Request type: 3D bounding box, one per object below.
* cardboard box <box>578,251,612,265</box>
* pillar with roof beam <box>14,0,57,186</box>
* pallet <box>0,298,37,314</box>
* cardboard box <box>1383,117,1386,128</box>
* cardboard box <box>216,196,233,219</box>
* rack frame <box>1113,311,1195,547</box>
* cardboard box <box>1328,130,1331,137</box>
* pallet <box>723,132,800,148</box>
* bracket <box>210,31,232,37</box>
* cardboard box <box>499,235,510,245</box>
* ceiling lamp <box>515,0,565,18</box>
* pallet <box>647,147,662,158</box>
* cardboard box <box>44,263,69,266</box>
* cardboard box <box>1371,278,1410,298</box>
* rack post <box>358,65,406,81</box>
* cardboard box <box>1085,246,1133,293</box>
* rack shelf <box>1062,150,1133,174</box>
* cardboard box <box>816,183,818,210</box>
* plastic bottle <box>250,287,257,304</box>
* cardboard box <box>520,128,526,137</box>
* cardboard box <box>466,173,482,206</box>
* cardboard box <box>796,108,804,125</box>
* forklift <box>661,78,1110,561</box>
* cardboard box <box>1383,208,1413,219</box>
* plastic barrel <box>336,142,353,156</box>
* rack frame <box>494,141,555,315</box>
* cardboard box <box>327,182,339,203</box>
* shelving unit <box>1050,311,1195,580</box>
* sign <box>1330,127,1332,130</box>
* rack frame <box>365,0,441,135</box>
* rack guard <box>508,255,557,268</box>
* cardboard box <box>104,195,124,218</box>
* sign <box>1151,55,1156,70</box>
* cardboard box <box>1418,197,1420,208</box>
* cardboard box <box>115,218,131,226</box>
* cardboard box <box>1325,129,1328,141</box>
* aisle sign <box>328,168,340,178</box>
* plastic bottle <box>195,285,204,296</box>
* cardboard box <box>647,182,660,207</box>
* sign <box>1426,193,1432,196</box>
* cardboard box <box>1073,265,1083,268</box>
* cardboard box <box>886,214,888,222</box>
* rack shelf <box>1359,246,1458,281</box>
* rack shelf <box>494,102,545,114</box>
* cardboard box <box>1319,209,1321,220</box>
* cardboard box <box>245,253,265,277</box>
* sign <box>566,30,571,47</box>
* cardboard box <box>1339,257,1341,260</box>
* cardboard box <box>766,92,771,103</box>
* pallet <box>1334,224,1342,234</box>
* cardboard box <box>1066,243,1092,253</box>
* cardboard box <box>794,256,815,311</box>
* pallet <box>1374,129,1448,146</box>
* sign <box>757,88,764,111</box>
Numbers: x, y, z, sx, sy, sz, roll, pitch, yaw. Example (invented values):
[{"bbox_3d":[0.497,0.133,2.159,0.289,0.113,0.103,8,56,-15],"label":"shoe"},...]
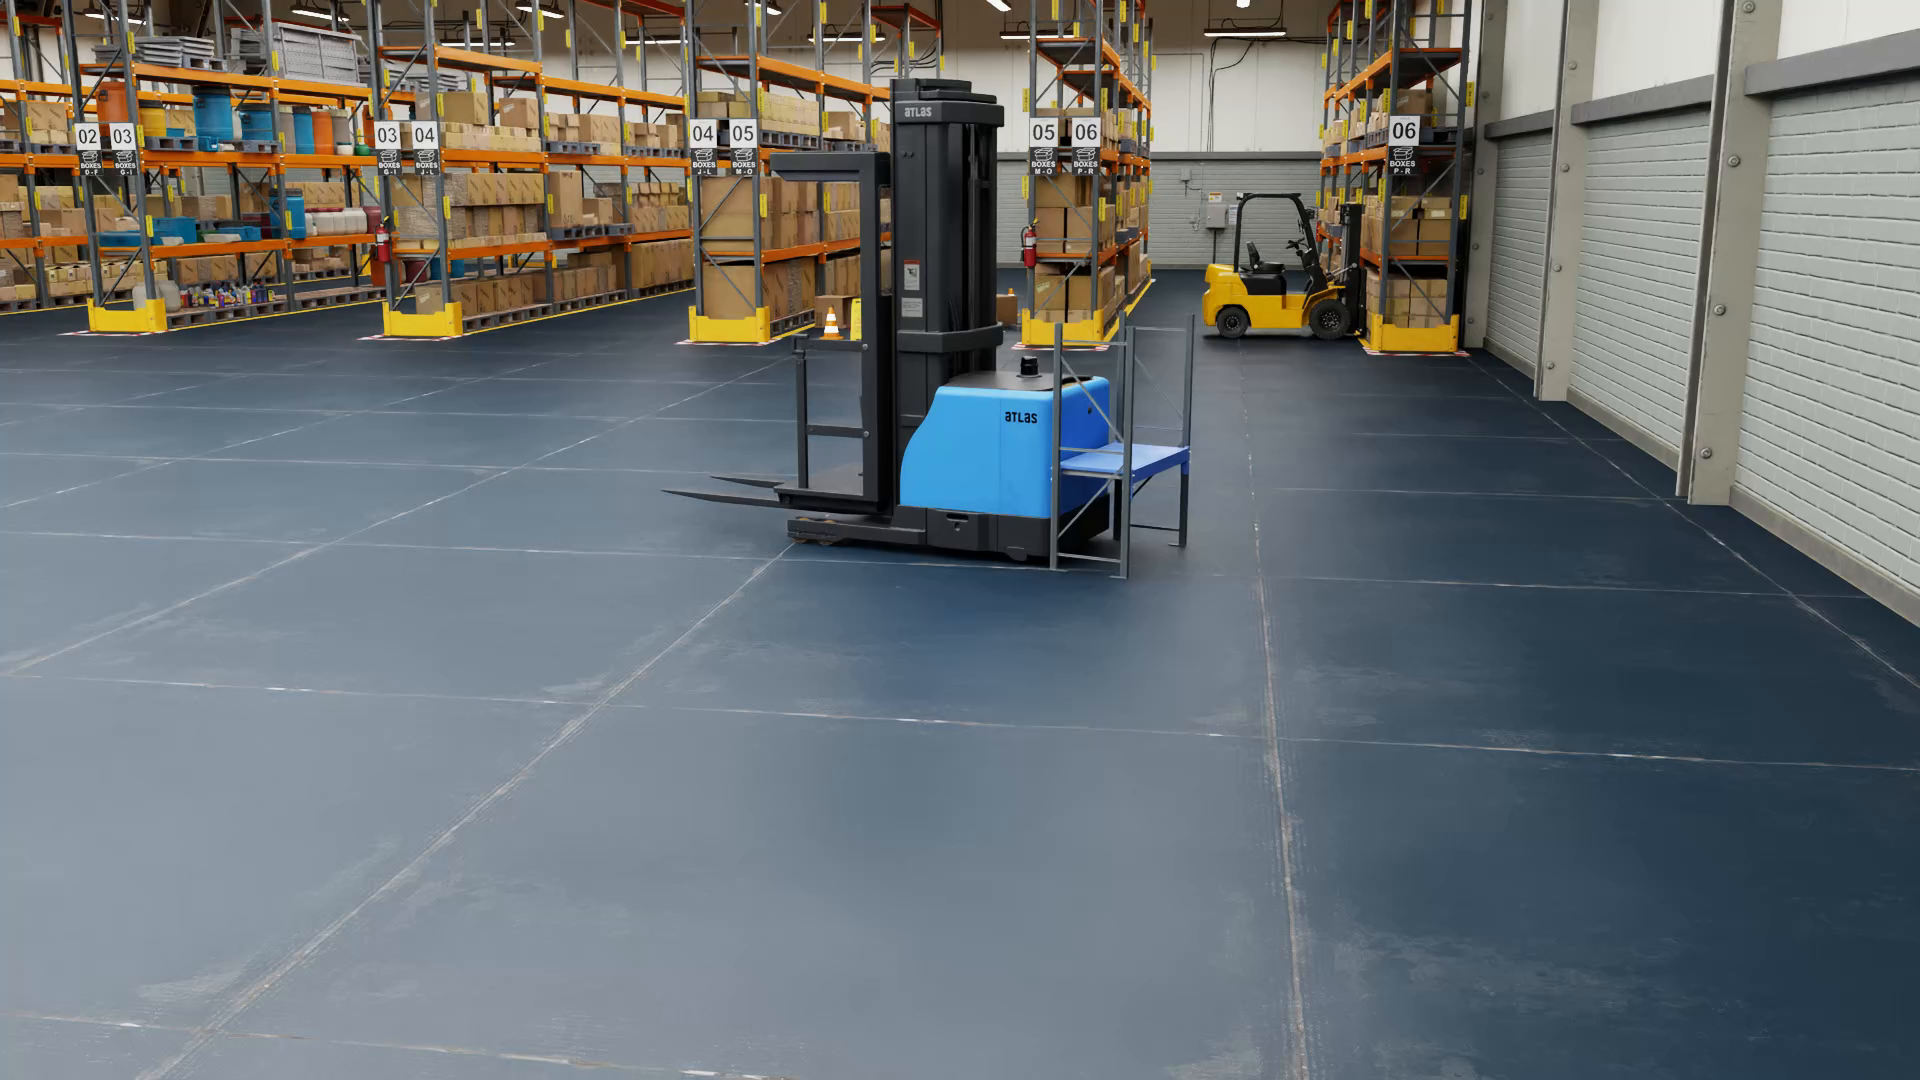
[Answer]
[{"bbox_3d":[-7.153,-5.513,32.563,0.500,0.250,0.500,2,12,11],"label":"cardboard box"},{"bbox_3d":[-17.641,-10.575,38.702,9.100,9.000,0.548,2,12,9],"label":"pillar with roof beam"},{"bbox_3d":[-17.646,-4.255,30.238,1.003,0.211,1.213,2,12,9],"label":"pallet"},{"bbox_3d":[6.215,-5.927,23.619,0.380,0.149,0.250,2,12,7],"label":"cardboard box"},{"bbox_3d":[-16.463,-7.332,36.663,0.700,0.500,0.500,-1,12,-6],"label":"cardboard box"},{"bbox_3d":[1.246,-0.715,10.741,0.500,1.500,0.032,7,14,26],"label":"rack frame"},{"bbox_3d":[7.754,-8.340,34.110,0.380,0.149,0.250,2,12,10],"label":"cardboard box"},{"bbox_3d":[-3.135,-6.279,26.099,1.003,0.211,1.213,2,12,9],"label":"pallet"},{"bbox_3d":[-20.284,-14.168,46.831,0.076,0.066,3.189,2,12,9],"label":"bracket"},{"bbox_3d":[-7.683,-4.972,27.541,0.380,0.149,0.250,2,12,9],"label":"cardboard box"},{"bbox_3d":[-8.721,-12.809,35.211,0.800,3.185,2.000,2,12,9],"label":"ceiling lamp"},{"bbox_3d":[-6.864,-8.036,34.491,1.003,0.211,1.213,2,12,11],"label":"pallet"},{"bbox_3d":[-17.551,-5.224,32.312,0.500,0.311,0.500,2,12,8],"label":"cardboard box"},{"bbox_3d":[6.150,-3.603,23.749,0.500,0.250,0.500,2,12,11],"label":"cardboard box"},{"bbox_3d":[-11.903,-9.502,33.903,0.954,0.300,0.937,2,12,9],"label":"rack post"},{"bbox_3d":[2.901,-5.280,32.421,0.875,0.875,0.875,2,12,8],"label":"cardboard box"},{"bbox_3d":[2.405,-6.671,29.415,1.077,0.370,4.000,2,12,9],"label":"rack shelf"},{"bbox_3d":[-2.739,-5.920,28.734,0.700,0.500,0.500,2,12,8],"label":"cardboard box"},{"bbox_3d":[-12.416,-4.290,29.183,0.061,0.283,0.133,3,12,12],"label":"plastic bottle"},{"bbox_3d":[-7.544,-6.864,28.014,0.380,0.149,0.250,1,12,6],"label":"cardboard box"},{"bbox_3d":[-7.872,-5.521,26.174,0.500,0.500,0.500,2,12,9],"label":"cardboard box"},{"bbox_3d":[-2.788,-6.752,26.498,0.500,0.250,0.500,2,12,8],"label":"cardboard box"},{"bbox_3d":[-0.570,-1.490,10.948,3.031,2.935,1.130,6,13,25],"label":"forklift"},{"bbox_3d":[6.164,-4.594,23.415,0.380,0.149,0.250,2,12,9],"label":"cardboard box"},{"bbox_3d":[-11.938,-7.581,32.257,0.301,0.262,0.301,0,12,0],"label":"plastic barrel"},{"bbox_3d":[-7.695,-5.461,29.213,1.000,3.000,0.127,2,12,9],"label":"rack frame"},{"bbox_3d":[-15.586,-8.504,40.720,0.500,0.500,0.500,2,12,10],"label":"cardboard box"},{"bbox_3d":[1.013,-0.620,10.300,0.538,1.500,1.048,7,14,26],"label":"shelving unit"},{"bbox_3d":[7.696,-8.380,34.412,0.100,0.325,0.005,2,12,9],"label":"sign"},{"bbox_3d":[-8.310,-7.561,24.717,1.000,3.000,0.127,2,12,9],"label":"rack frame"},{"bbox_3d":[-10.752,-6.903,41.837,1.175,0.500,0.348,2,12,9],"label":"rack guard"},{"bbox_3d":[-20.930,-8.019,40.369,0.980,0.700,0.700,2,12,7],"label":"cardboard box"},{"bbox_3d":[4.477,-11.045,38.480,0.100,0.325,0.005,2,12,9],"label":"sign"},{"bbox_3d":[6.750,-4.830,23.804,0.380,0.149,0.250,2,12,10],"label":"cardboard box"},{"bbox_3d":[-17.196,-6.392,33.744,0.500,0.311,0.500,2,12,8],"label":"cardboard box"},{"bbox_3d":[8.371,-8.966,36.821,0.500,0.250,0.500,2,12,8],"label":"cardboard box"},{"bbox_3d":[-15.917,-9.575,42.133,0.394,0.787,0.004,2,12,9],"label":"aisle sign"},{"bbox_3d":[-13.217,-4.259,28.880,0.144,0.351,0.185,2,12,8],"label":"plastic bottle"},{"bbox_3d":[-6.751,-7.260,34.942,0.797,0.503,0.637,2,12,10],"label":"cardboard box"},{"bbox_3d":[7.551,-5.424,26.799,0.100,0.325,0.005,2,12,9],"label":"sign"},{"bbox_3d":[1.740,-4.254,27.360,0.500,0.500,0.500,2,12,11],"label":"cardboard box"},{"bbox_3d":[-1.683,-6.611,34.150,0.380,0.149,0.250,1,12,7],"label":"cardboard box"},{"bbox_3d":[6.695,-4.212,25.124,1.077,0.370,4.000,2,12,9],"label":"rack shelf"},{"bbox_3d":[-11.051,-10.089,39.103,1.077,0.370,4.000,2,12,9],"label":"rack shelf"},{"bbox_3d":[8.512,-7.464,38.158,0.500,0.250,0.500,2,12,9],"label":"cardboard box"},{"bbox_3d":[-16.129,-6.227,37.654,0.500,0.500,0.500,2,12,9],"label":"cardboard box"},{"bbox_3d":[-7.628,-9.778,32.410,0.100,0.325,0.005,2,12,9],"label":"sign"},{"bbox_3d":[7.675,-5.499,32.787,0.380,0.149,0.250,1,12,6],"label":"cardboard box"},{"bbox_3d":[-3.019,-6.545,24.594,0.380,0.149,0.250,2,12,9],"label":"cardboard box"},{"bbox_3d":[7.912,-6.124,32.744,1.003,0.211,1.213,2,12,9],"label":"pallet"},{"bbox_3d":[1.739,-4.248,24.183,0.380,0.149,0.250,2,12,9],"label":"cardboard box"},{"bbox_3d":[-2.975,-4.317,27.952,0.875,0.875,0.875,2,12,10],"label":"cardboard box"},{"bbox_3d":[6.707,-5.971,24.671,1.003,0.211,1.213,2,12,9],"label":"pallet"},{"bbox_3d":[-2.877,-6.360,24.000,0.100,0.325,0.005,2,12,9],"label":"sign"}]
